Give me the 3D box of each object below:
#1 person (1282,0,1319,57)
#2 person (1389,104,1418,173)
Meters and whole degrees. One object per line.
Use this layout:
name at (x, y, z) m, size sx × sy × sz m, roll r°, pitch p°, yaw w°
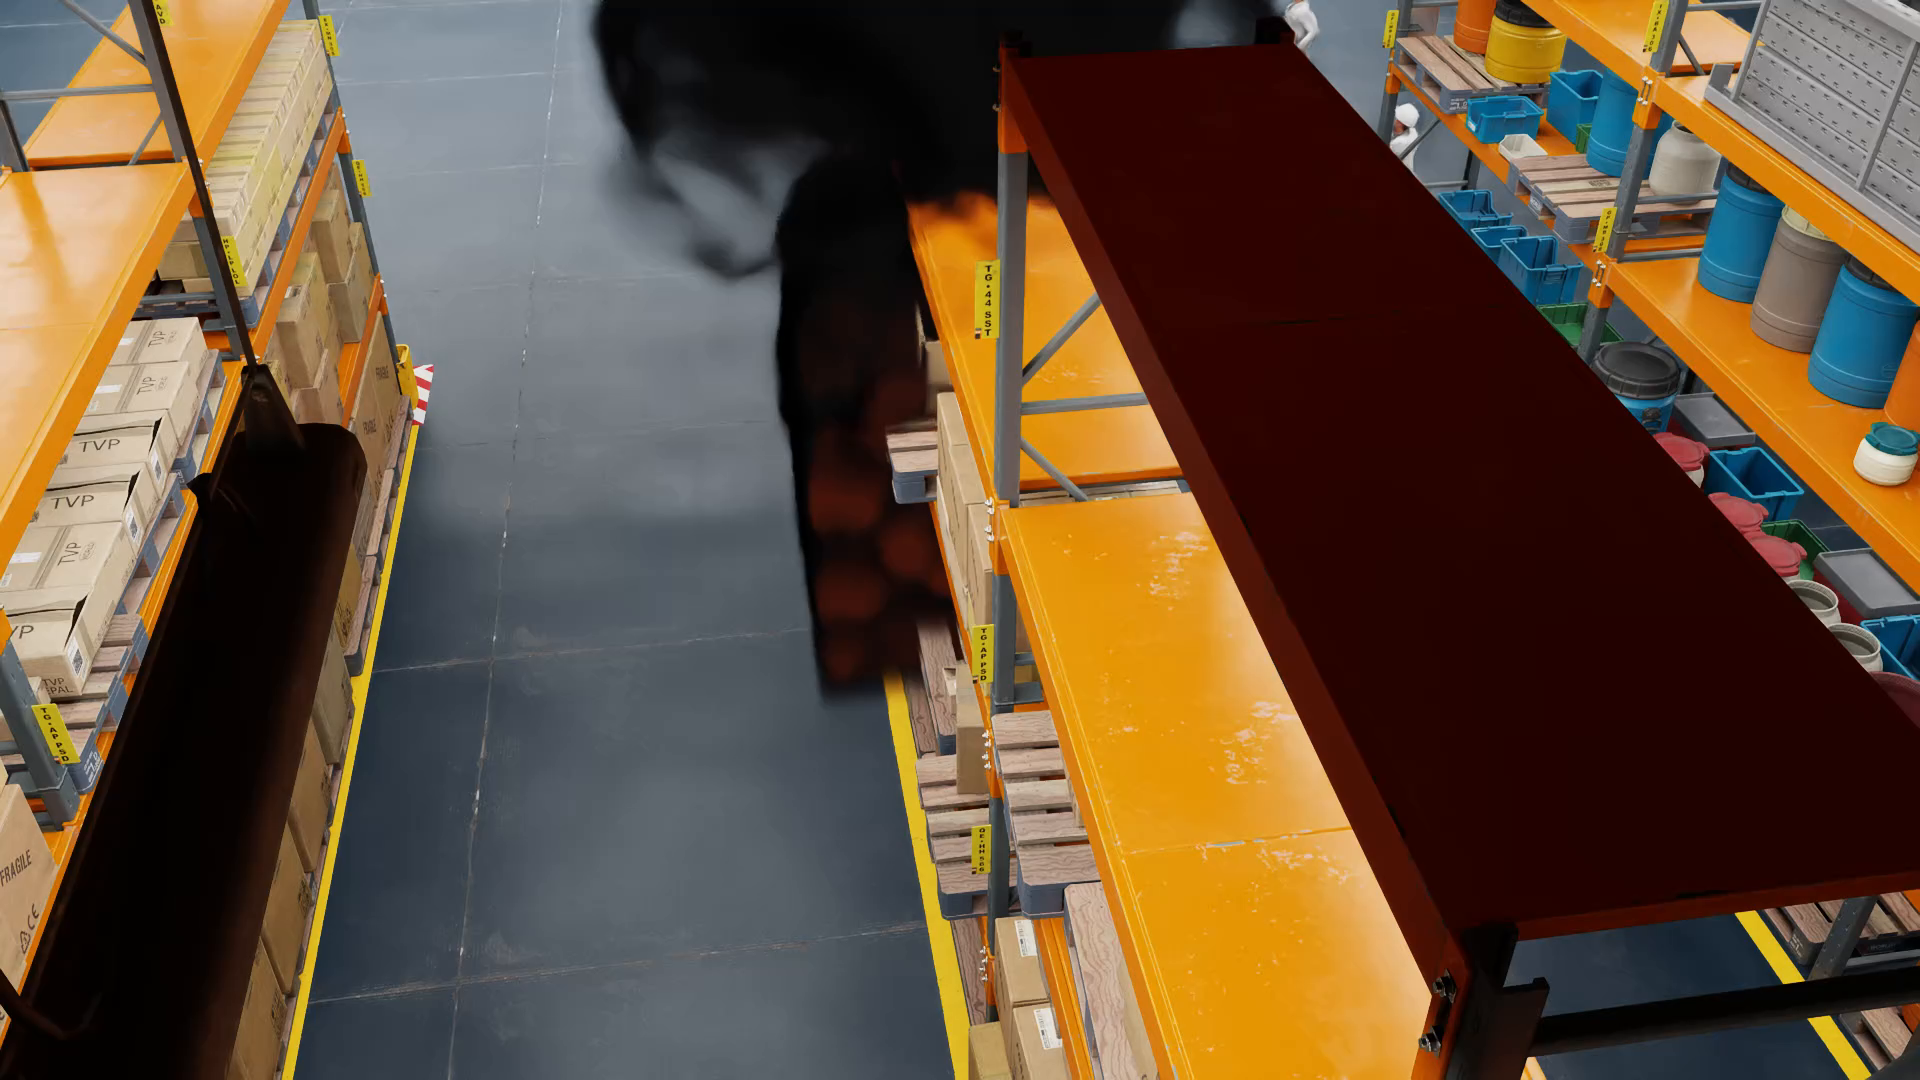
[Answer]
person at (3.982, -5.788, 19.813) m, size 0.906 × 1.761 × 0.718 m, roll 6°, pitch 37°, yaw 9°
person at (4.431, -3.559, 16.792) m, size 0.684 × 1.743 × 0.682 m, roll 17°, pitch 40°, yaw 22°
